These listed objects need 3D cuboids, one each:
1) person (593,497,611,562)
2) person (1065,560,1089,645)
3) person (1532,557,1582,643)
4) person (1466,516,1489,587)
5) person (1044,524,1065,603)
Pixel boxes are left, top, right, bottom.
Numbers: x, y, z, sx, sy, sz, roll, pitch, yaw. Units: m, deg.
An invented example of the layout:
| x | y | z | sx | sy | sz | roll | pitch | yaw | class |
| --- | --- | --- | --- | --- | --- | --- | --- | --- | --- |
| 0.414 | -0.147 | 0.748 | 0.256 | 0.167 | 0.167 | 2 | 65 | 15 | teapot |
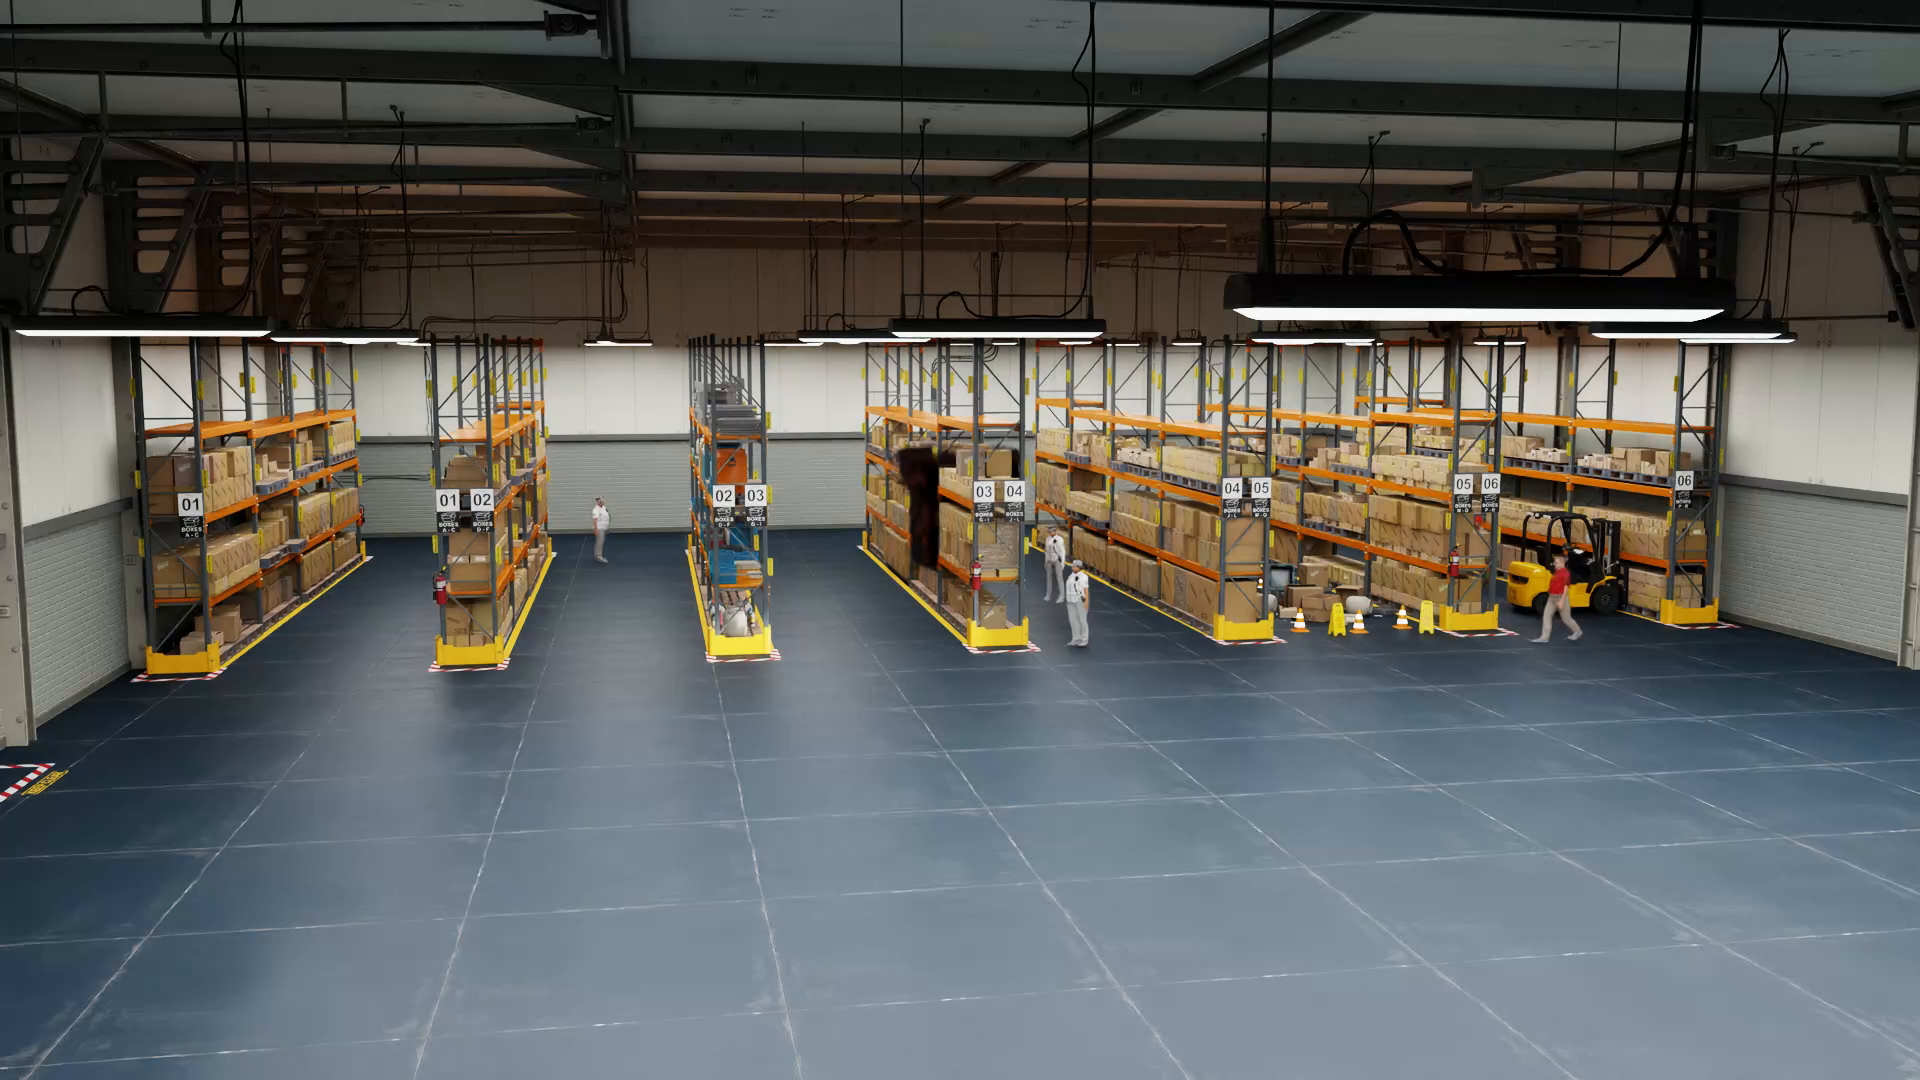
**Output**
| x | y | z | sx | sy | sz | roll | pitch | yaw | class |
| --- | --- | --- | --- | --- | --- | --- | --- | --- | --- |
| -9.701 | -0.293 | 44.993 | 0.458 | 1.773 | 0.597 | 0 | 7 | 4 | person |
| 2.283 | 1.228 | 32.195 | 0.414 | 1.700 | 0.583 | -6 | 9 | -41 | person |
| 11.703 | 1.172 | 32.409 | 1.002 | 1.695 | 0.507 | -4 | 8 | -30 | person |
| 12.410 | 0.286 | 40.009 | 0.664 | 1.753 | 0.598 | 5 | 8 | 37 | person |
| 2.015 | 0.490 | 35.839 | 0.522 | 1.666 | 0.360 | 6 | 9 | 42 | person |
